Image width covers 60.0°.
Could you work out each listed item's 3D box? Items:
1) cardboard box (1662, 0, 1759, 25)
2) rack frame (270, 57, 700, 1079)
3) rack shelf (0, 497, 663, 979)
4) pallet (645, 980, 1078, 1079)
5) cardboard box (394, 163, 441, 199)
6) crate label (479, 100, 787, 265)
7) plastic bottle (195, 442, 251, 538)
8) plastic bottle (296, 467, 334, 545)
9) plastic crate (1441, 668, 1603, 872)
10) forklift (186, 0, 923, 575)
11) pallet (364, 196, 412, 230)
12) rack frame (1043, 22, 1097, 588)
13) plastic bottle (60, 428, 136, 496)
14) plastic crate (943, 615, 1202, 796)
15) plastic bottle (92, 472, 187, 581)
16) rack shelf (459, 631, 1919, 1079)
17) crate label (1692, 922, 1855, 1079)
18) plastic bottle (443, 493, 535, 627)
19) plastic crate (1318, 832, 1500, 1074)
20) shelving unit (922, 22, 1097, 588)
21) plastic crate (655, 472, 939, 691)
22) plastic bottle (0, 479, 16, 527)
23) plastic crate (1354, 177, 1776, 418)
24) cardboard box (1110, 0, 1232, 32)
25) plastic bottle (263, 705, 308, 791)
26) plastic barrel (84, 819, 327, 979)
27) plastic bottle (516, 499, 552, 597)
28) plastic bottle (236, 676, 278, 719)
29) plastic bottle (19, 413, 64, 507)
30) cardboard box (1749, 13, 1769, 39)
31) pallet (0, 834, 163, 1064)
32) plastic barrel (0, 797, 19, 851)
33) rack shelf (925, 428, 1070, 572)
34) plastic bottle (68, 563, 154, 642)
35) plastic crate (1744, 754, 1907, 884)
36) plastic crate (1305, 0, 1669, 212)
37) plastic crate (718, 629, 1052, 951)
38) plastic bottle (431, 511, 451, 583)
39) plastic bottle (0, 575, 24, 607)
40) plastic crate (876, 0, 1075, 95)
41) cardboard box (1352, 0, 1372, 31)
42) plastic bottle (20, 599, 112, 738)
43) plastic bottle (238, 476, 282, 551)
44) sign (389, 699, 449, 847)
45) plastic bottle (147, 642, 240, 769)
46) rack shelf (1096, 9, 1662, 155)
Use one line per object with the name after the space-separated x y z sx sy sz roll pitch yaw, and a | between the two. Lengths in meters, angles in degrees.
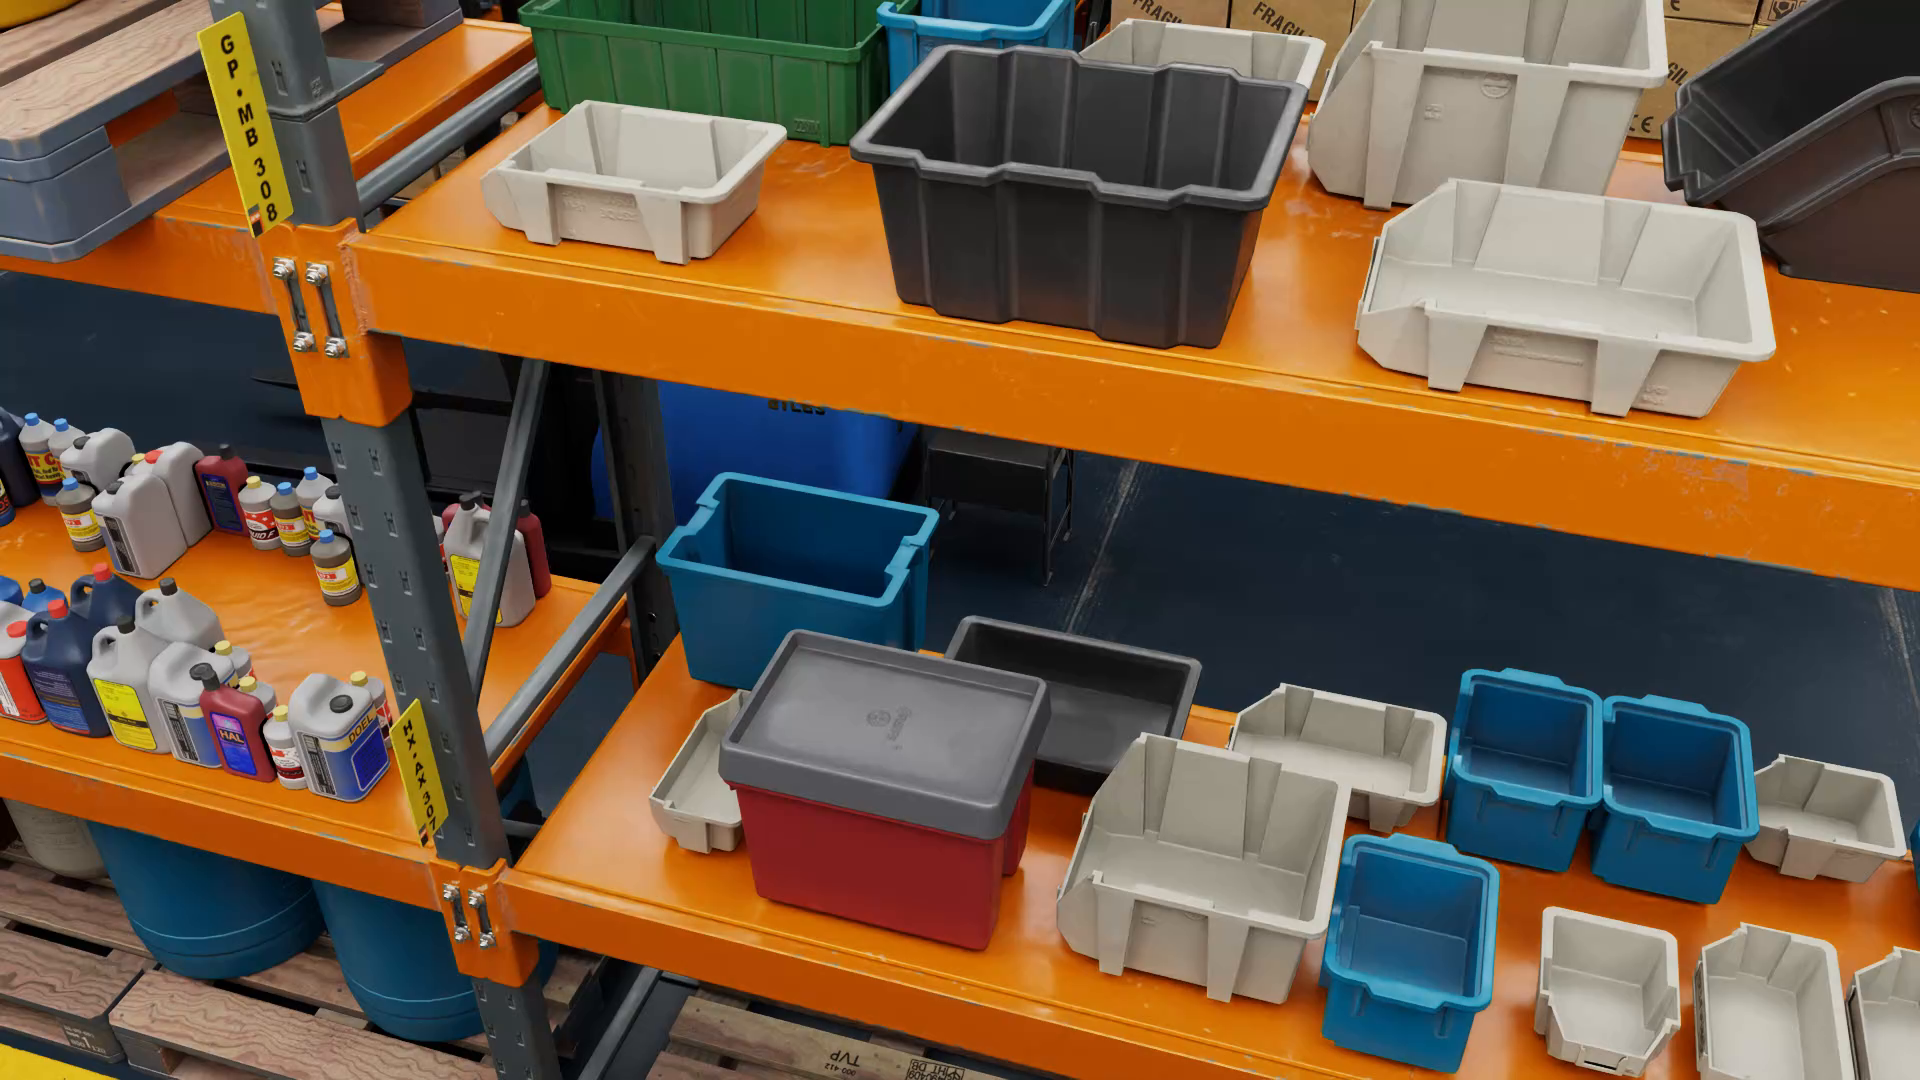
2.892 -2.367 6.507 0.500 0.500 0.500 11 38 15 | cardboard box
-0.921 0.272 3.850 0.127 3.000 1.000 10 38 14 | rack frame
-2.830 0.208 4.543 4.000 0.370 1.077 10 38 14 | rack shelf
-0.207 1.503 4.530 1.213 0.211 1.003 10 38 14 | pallet
-2.909 -2.165 8.899 0.500 0.500 0.500 12 38 16 | cardboard box
-0.540 -0.580 2.699 0.466 0.136 0.293 10 38 14 | crate label
-1.991 -0.144 4.514 0.133 0.283 0.061 10 38 14 | plastic bottle
-1.701 -0.074 4.429 0.097 0.271 0.097 0 36 0 | plastic bottle
1.217 0.507 3.622 0.300 0.233 0.416 10 38 14 | plastic crate
-1.721 -1.372 6.142 3.031 2.935 1.130 7 37 10 | forklift
-2.557 -1.961 9.236 1.213 0.211 1.003 10 38 14 | pallet
0.391 -0.773 6.029 0.015 2.100 0.400 10 38 14 | rack frame
-2.354 -0.180 4.569 0.135 0.276 0.152 10 38 14 | plastic bottle
0.228 0.404 3.851 0.590 0.125 0.437 10 38 14 | plastic crate
-2.178 -0.053 4.396 0.135 0.276 0.152 10 38 14 | plastic bottle
0.988 0.915 3.583 4.000 0.370 1.077 10 38 14 | rack shelf
1.520 0.925 3.135 0.243 0.136 0.396 10 38 14 | crate label
-1.199 0.039 4.208 0.185 0.351 0.144 10 38 14 | plastic bottle
0.861 0.804 3.217 0.300 0.233 0.416 10 38 14 | plastic crate
0.158 -0.816 6.088 0.503 2.100 0.431 10 38 14 | shelving unit
-0.373 0.144 3.987 0.575 0.384 0.392 10 38 14 | plastic crate
-2.685 -0.167 4.555 0.097 0.271 0.097 0 36 0 | plastic bottle
0.851 -0.348 2.384 0.530 0.136 0.437 10 38 14 | plastic crate
0.965 -2.326 7.295 0.500 0.500 0.500 11 38 15 | cardboard box
-1.512 0.460 3.762 0.097 0.201 0.097 0 36 0 | plastic bottle
-2.111 0.717 4.661 0.708 0.901 0.600 10 38 14 | plastic barrel
-1.143 0.013 4.301 0.133 0.283 0.061 10 38 14 | plastic bottle
-1.621 0.402 3.841 0.097 0.201 0.097 0 36 0 | plastic bottle
-2.549 -0.231 4.642 0.097 0.271 0.097 0 36 0 | plastic bottle
3.373 -1.878 6.687 0.500 0.500 0.500 11 38 14 | cardboard box
-2.813 1.021 5.185 1.213 0.211 1.003 10 38 14 | pallet
-3.189 0.644 5.025 0.708 0.588 0.600 10 38 14 | plastic barrel
0.158 -0.242 6.511 0.480 0.518 0.431 10 38 14 | rack shelf
-2.029 0.200 3.989 0.185 0.351 0.144 10 38 14 | plastic bottle
1.831 0.608 3.566 0.298 0.136 0.250 10 38 14 | plastic crate
0.874 -0.748 2.805 0.530 0.282 0.437 10 38 14 | plastic crate
-0.143 0.522 3.406 0.583 0.464 0.402 10 38 14 | plastic crate
-1.386 0.012 4.371 0.097 0.201 0.097 0 36 0 | plastic bottle
-2.332 0.186 4.076 0.097 0.271 0.097 0 36 0 | plastic bottle
0.044 -0.888 3.037 0.300 0.233 0.416 10 38 14 | plastic crate
1.932 -2.148 7.053 0.500 0.500 0.500 10 38 14 | cardboard box
-2.072 0.282 3.878 0.185 0.351 0.144 10 38 14 | plastic bottle
-1.886 -0.080 4.496 0.097 0.201 0.097 0 36 0 | plastic bottle
-1.086 0.471 3.345 0.005 0.325 0.100 10 38 14 | sign
-1.742 0.371 3.821 0.135 0.276 0.152 10 38 14 | plastic bottle
2.469 -1.887 7.390 4.000 0.370 1.077 10 38 14 | rack shelf
